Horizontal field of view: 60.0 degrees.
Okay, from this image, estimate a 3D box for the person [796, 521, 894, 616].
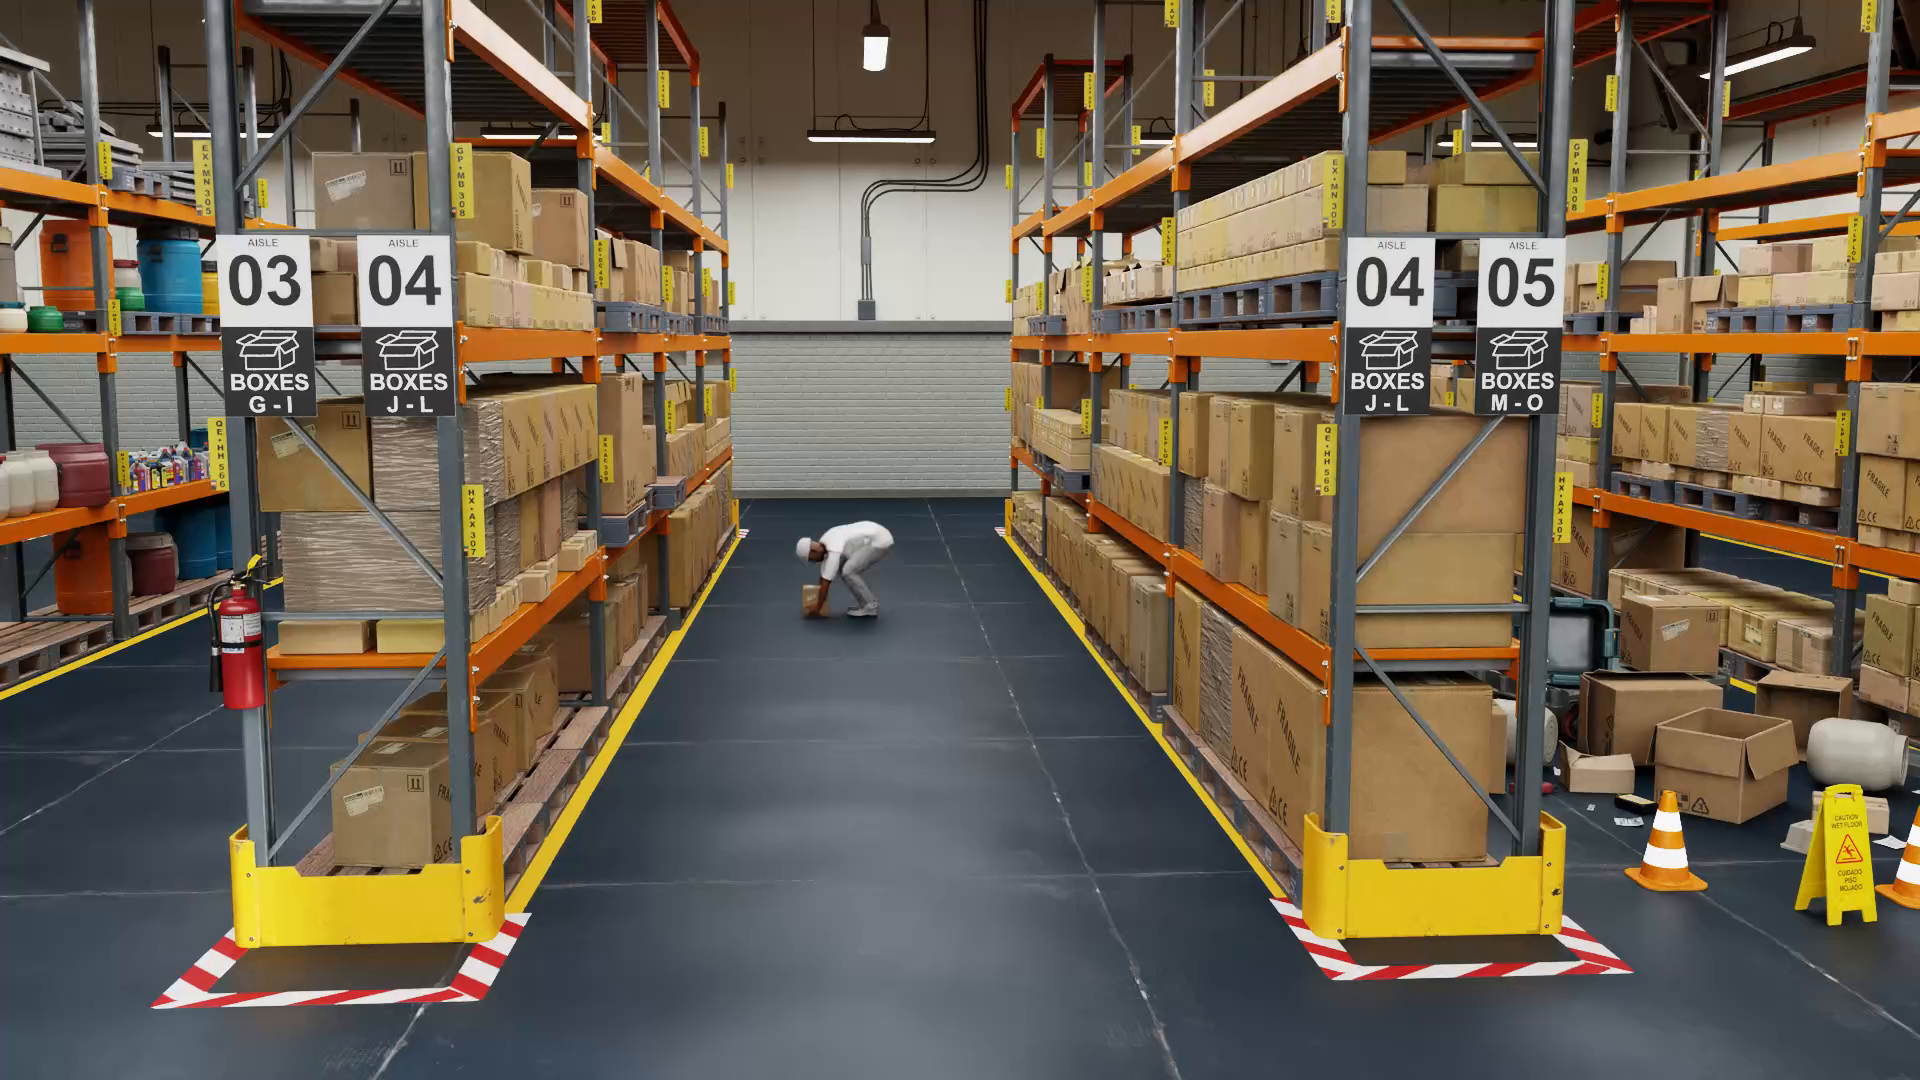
[{"bbox_3d":[-1.155,0.286,16.723,0.974,0.938,0.505,-1,7,-6],"label":"person"}]
